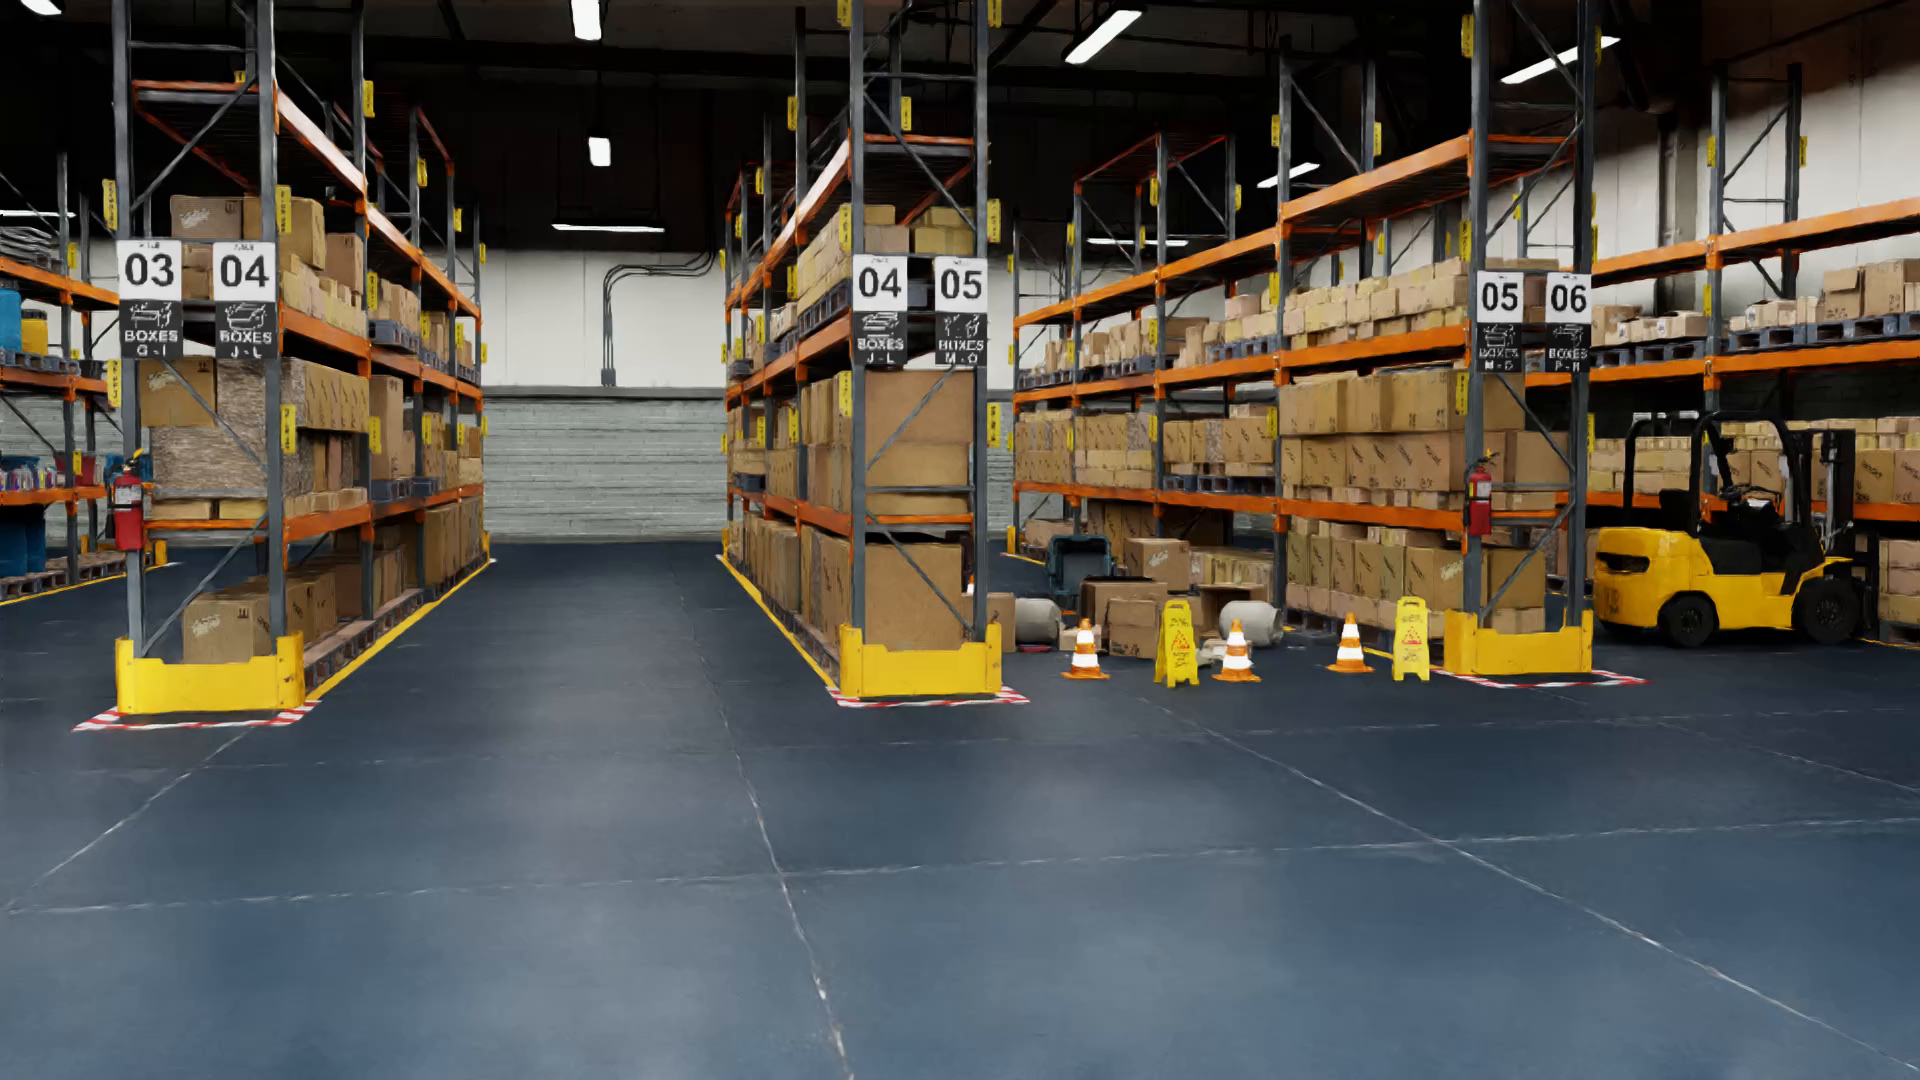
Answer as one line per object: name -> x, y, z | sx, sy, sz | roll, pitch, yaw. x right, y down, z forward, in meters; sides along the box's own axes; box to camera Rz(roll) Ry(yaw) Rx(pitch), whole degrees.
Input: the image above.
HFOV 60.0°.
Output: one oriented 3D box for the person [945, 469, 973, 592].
person -> 0.007, -0.084, 18.292 | 0.472, 1.652, 0.592 | -2, 4, -37
